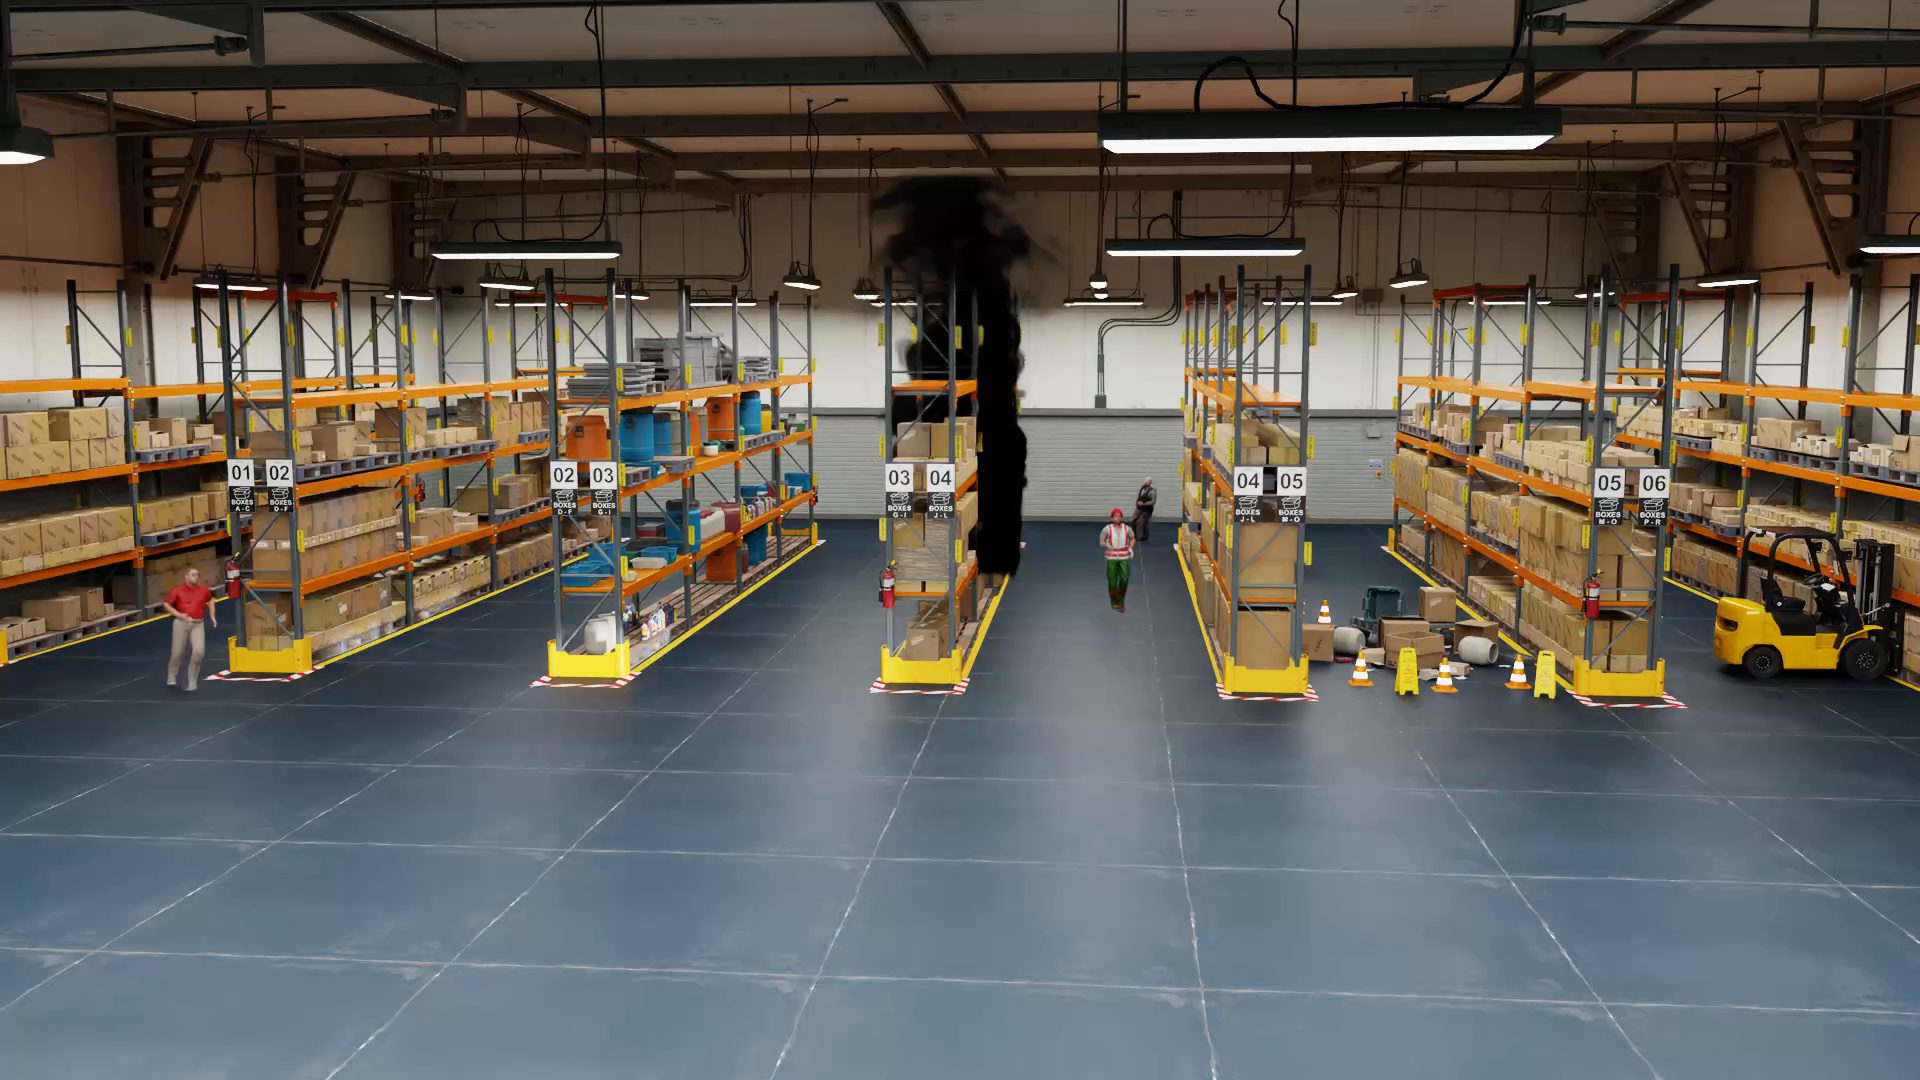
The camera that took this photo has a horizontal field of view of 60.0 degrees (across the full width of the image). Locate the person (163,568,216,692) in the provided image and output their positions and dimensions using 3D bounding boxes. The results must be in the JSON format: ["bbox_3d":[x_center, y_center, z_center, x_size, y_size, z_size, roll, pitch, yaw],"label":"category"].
[{"bbox_3d":[-11.034,1.279,23.874,0.726,1.772,0.671,-6,9,-40],"label":"person"}]

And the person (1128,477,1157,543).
[{"bbox_3d":[4.510,-0.723,40.487,0.677,1.668,0.813,-5,9,-37],"label":"person"}]

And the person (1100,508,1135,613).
[{"bbox_3d":[2.730,0.371,28.661,0.638,1.821,0.617,0,7,-1],"label":"person"}]
